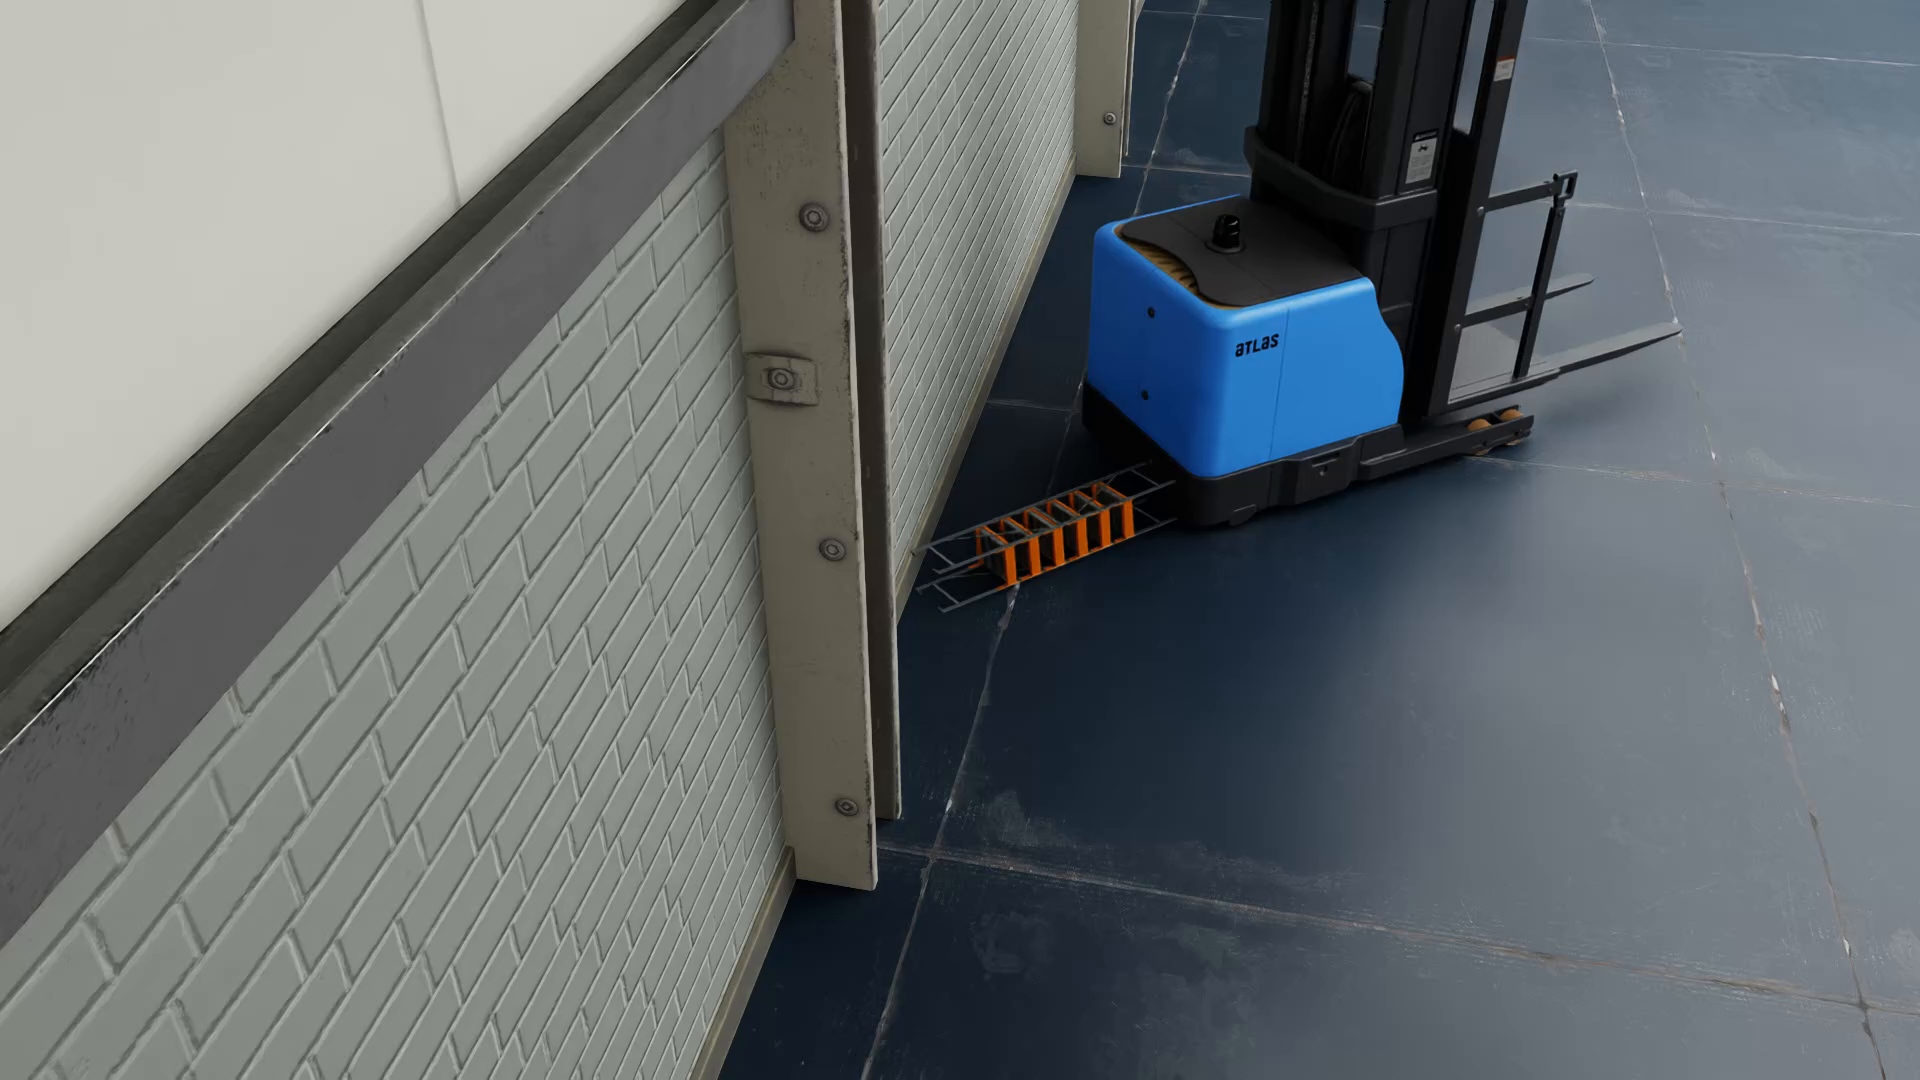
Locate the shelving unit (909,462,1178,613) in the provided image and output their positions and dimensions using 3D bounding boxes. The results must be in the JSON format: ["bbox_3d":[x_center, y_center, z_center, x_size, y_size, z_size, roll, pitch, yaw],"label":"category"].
[{"bbox_3d":[0.373,-0.024,7.068,1.200,0.189,0.258,-21,33,-24],"label":"shelving unit"}]

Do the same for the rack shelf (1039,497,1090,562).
[{"bbox_3d":[0.437,-0.049,7.099,0.103,0.180,0.258,-21,33,-24],"label":"rack shelf"}]

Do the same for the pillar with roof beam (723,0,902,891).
[{"bbox_3d":[3.806,-2.052,2.413,9.100,9.000,0.400,7,37,10],"label":"pillar with roof beam"}]

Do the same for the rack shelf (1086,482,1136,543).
[{"bbox_3d":[0.641,-0.127,7.198,0.103,0.180,0.258,-21,33,-24],"label":"rack shelf"}]

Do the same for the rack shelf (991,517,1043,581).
[{"bbox_3d":[0.233,0.030,7.000,0.103,0.180,0.258,-21,33,-24],"label":"rack shelf"}]

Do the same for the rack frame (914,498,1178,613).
[{"bbox_3d":[0.381,0.055,7.113,1.200,0.006,0.240,-21,33,-24],"label":"rack frame"}]

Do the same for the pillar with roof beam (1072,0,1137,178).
[{"bbox_3d":[5.088,-5.492,7.159,9.100,9.000,0.400,7,37,10],"label":"pillar with roof beam"}]

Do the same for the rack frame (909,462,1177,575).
[{"bbox_3d":[0.364,-0.103,7.023,1.200,0.006,0.240,-21,33,-24],"label":"rack frame"}]

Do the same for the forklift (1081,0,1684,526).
[{"bbox_3d":[2.129,-1.844,7.296,3.031,2.935,1.130,-16,39,-21],"label":"forklift"}]

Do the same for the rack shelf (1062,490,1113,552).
[{"bbox_3d":[0.539,-0.088,7.148,0.103,0.180,0.258,-21,33,-24],"label":"rack shelf"}]

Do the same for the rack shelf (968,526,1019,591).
[{"bbox_3d":[0.130,0.069,6.951,0.103,0.180,0.258,-21,33,-24],"label":"rack shelf"}]

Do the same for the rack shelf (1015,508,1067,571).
[{"bbox_3d":[0.335,-0.010,7.050,0.103,0.180,0.258,-21,33,-24],"label":"rack shelf"}]
